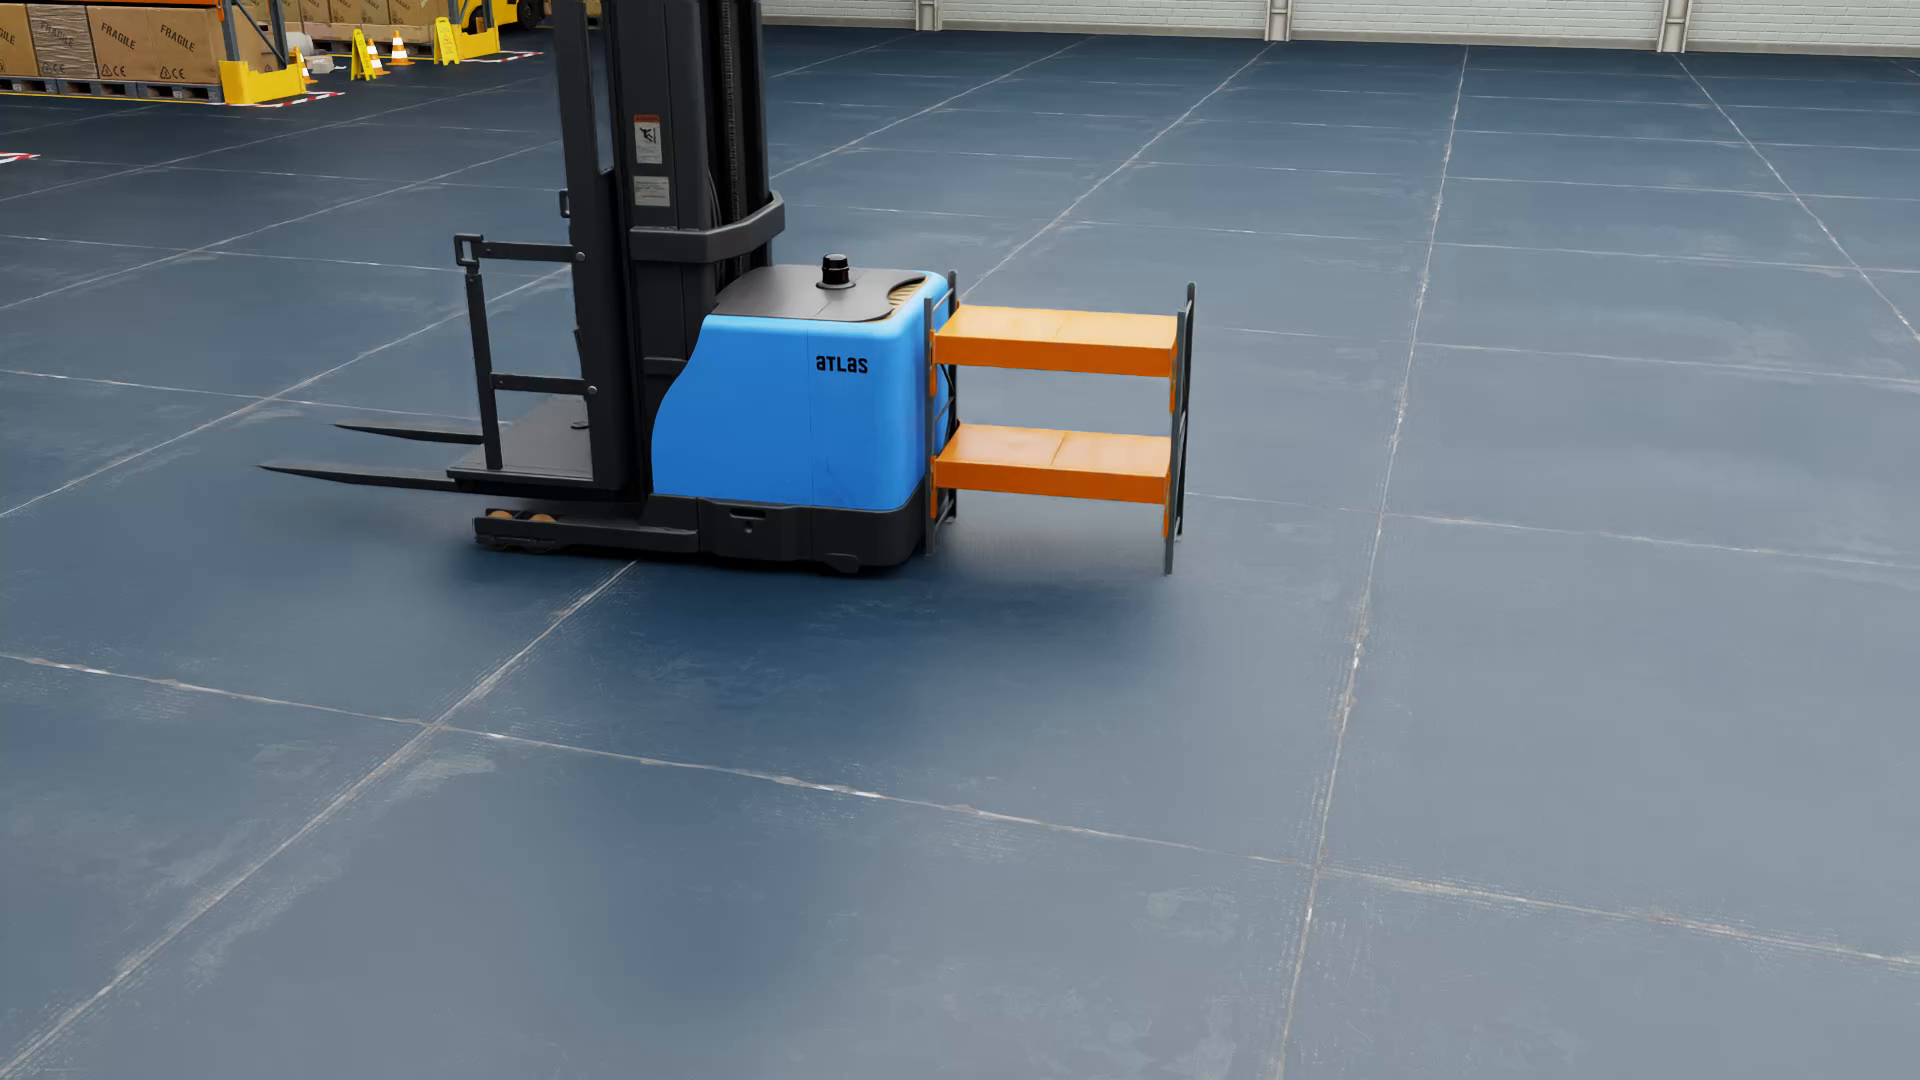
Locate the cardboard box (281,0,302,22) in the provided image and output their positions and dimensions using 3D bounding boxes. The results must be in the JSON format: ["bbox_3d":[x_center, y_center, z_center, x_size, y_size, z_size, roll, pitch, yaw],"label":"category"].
[{"bbox_3d":[-10.132,-8.183,25.348,0.500,0.500,0.500,8,23,18],"label":"cardboard box"}]

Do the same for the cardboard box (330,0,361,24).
[{"bbox_3d":[-9.129,-8.069,25.070,0.500,0.500,0.500,6,23,14],"label":"cardboard box"}]

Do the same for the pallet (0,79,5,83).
[{"bbox_3d":[-13.228,-6.089,21.835,1.213,0.211,1.003,7,23,16],"label":"pallet"}]

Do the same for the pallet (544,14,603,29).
[{"bbox_3d":[-6.619,-9.275,29.603,1.213,0.211,1.003,7,23,16],"label":"pallet"}]

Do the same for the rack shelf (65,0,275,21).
[{"bbox_3d":[-10.553,-6.770,20.769,4.000,0.370,1.077,7,23,16],"label":"rack shelf"}]

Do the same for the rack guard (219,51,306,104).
[{"bbox_3d":[-8.615,-5.724,20.566,0.348,0.500,1.175,7,23,16],"label":"rack guard"}]

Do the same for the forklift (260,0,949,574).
[{"bbox_3d":[-1.611,-1.487,7.033,3.031,2.935,1.130,5,23,11],"label":"forklift"}]

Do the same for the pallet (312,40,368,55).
[{"bbox_3d":[-9.309,-7.647,25.635,1.213,0.211,1.003,7,23,16],"label":"pallet"}]

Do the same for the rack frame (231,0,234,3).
[{"bbox_3d":[-13.534,-11.373,31.045,0.127,3.000,1.000,7,23,16],"label":"rack frame"}]

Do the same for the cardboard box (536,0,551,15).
[{"bbox_3d":[-7.366,-9.471,29.478,0.500,0.250,0.500,7,23,16],"label":"cardboard box"}]

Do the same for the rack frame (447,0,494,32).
[{"bbox_3d":[-7.305,-8.693,24.509,0.127,3.000,1.000,7,23,16],"label":"rack frame"}]

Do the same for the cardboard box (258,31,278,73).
[{"bbox_3d":[-9.718,-6.810,23.210,0.637,0.503,0.797,-9,24,-21],"label":"cardboard box"}]

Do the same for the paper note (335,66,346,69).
[{"bbox_3d":[-8.785,-6.699,23.562,0.142,0.019,0.148,-1,22,-3],"label":"paper note"}]

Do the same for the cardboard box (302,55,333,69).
[{"bbox_3d":[-9.143,-6.783,23.611,0.380,0.149,0.250,-20,29,-39],"label":"cardboard box"}]

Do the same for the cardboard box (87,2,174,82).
[{"bbox_3d":[-10.149,-6.240,20.777,0.875,0.875,0.875,6,23,15],"label":"cardboard box"}]

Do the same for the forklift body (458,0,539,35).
[{"bbox_3d":[-8.217,-9.649,27.959,1.214,2.155,2.313,7,23,16],"label":"forklift body"}]

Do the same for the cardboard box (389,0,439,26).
[{"bbox_3d":[-8.147,-7.955,24.792,0.500,0.500,0.500,7,23,16],"label":"cardboard box"}]

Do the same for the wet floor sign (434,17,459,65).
[{"bbox_3d":[-7.432,-7.194,23.957,0.232,0.644,0.267,16,27,34],"label":"wet floor sign"}]

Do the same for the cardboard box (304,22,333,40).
[{"bbox_3d":[-9.625,-7.779,25.351,0.500,0.250,0.500,6,23,15],"label":"cardboard box"}]

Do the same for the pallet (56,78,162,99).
[{"bbox_3d":[-10.590,-5.787,21.099,1.213,0.211,1.003,7,23,15],"label":"pallet"}]

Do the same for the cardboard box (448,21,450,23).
[{"bbox_3d":[-7.997,-7.804,25.412,0.500,0.250,0.500,6,23,15],"label":"cardboard box"}]

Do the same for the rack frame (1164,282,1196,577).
[{"bbox_3d":[0.915,-0.461,6.912,0.032,1.125,0.500,5,23,11],"label":"rack frame"}]

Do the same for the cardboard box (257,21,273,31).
[{"bbox_3d":[-10.648,-7.891,25.623,0.500,0.250,0.500,5,23,13],"label":"cardboard box"}]

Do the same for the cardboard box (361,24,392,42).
[{"bbox_3d":[-8.650,-7.665,25.074,0.500,0.250,0.500,7,23,16],"label":"cardboard box"}]

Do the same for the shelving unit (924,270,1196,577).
[{"bbox_3d":[0.418,-0.502,7.010,1.048,1.125,0.538,5,23,11],"label":"shelving unit"}]

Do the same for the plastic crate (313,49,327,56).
[{"bbox_3d":[-9.868,-7.310,24.986,0.583,0.080,0.402,-1,22,-3],"label":"plastic crate"}]

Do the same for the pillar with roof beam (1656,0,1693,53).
[{"bbox_3d":[9.708,-10.139,20.129,0.400,9.000,9.100,7,23,16],"label":"pillar with roof beam"}]

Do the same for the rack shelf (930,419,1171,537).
[{"bbox_3d":[0.418,-0.275,7.103,1.000,0.278,0.538,5,23,11],"label":"rack shelf"}]

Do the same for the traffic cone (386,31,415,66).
[{"bbox_3d":[-8.089,-7.097,23.963,0.334,0.463,0.336,7,23,16],"label":"traffic cone"}]

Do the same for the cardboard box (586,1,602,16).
[{"bbox_3d":[-6.416,-9.355,29.195,0.500,0.250,0.500,7,23,16],"label":"cardboard box"}]

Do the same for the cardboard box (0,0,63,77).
[{"bbox_3d":[-11.886,-6.438,21.260,0.875,0.875,0.875,7,23,16],"label":"cardboard box"}]
